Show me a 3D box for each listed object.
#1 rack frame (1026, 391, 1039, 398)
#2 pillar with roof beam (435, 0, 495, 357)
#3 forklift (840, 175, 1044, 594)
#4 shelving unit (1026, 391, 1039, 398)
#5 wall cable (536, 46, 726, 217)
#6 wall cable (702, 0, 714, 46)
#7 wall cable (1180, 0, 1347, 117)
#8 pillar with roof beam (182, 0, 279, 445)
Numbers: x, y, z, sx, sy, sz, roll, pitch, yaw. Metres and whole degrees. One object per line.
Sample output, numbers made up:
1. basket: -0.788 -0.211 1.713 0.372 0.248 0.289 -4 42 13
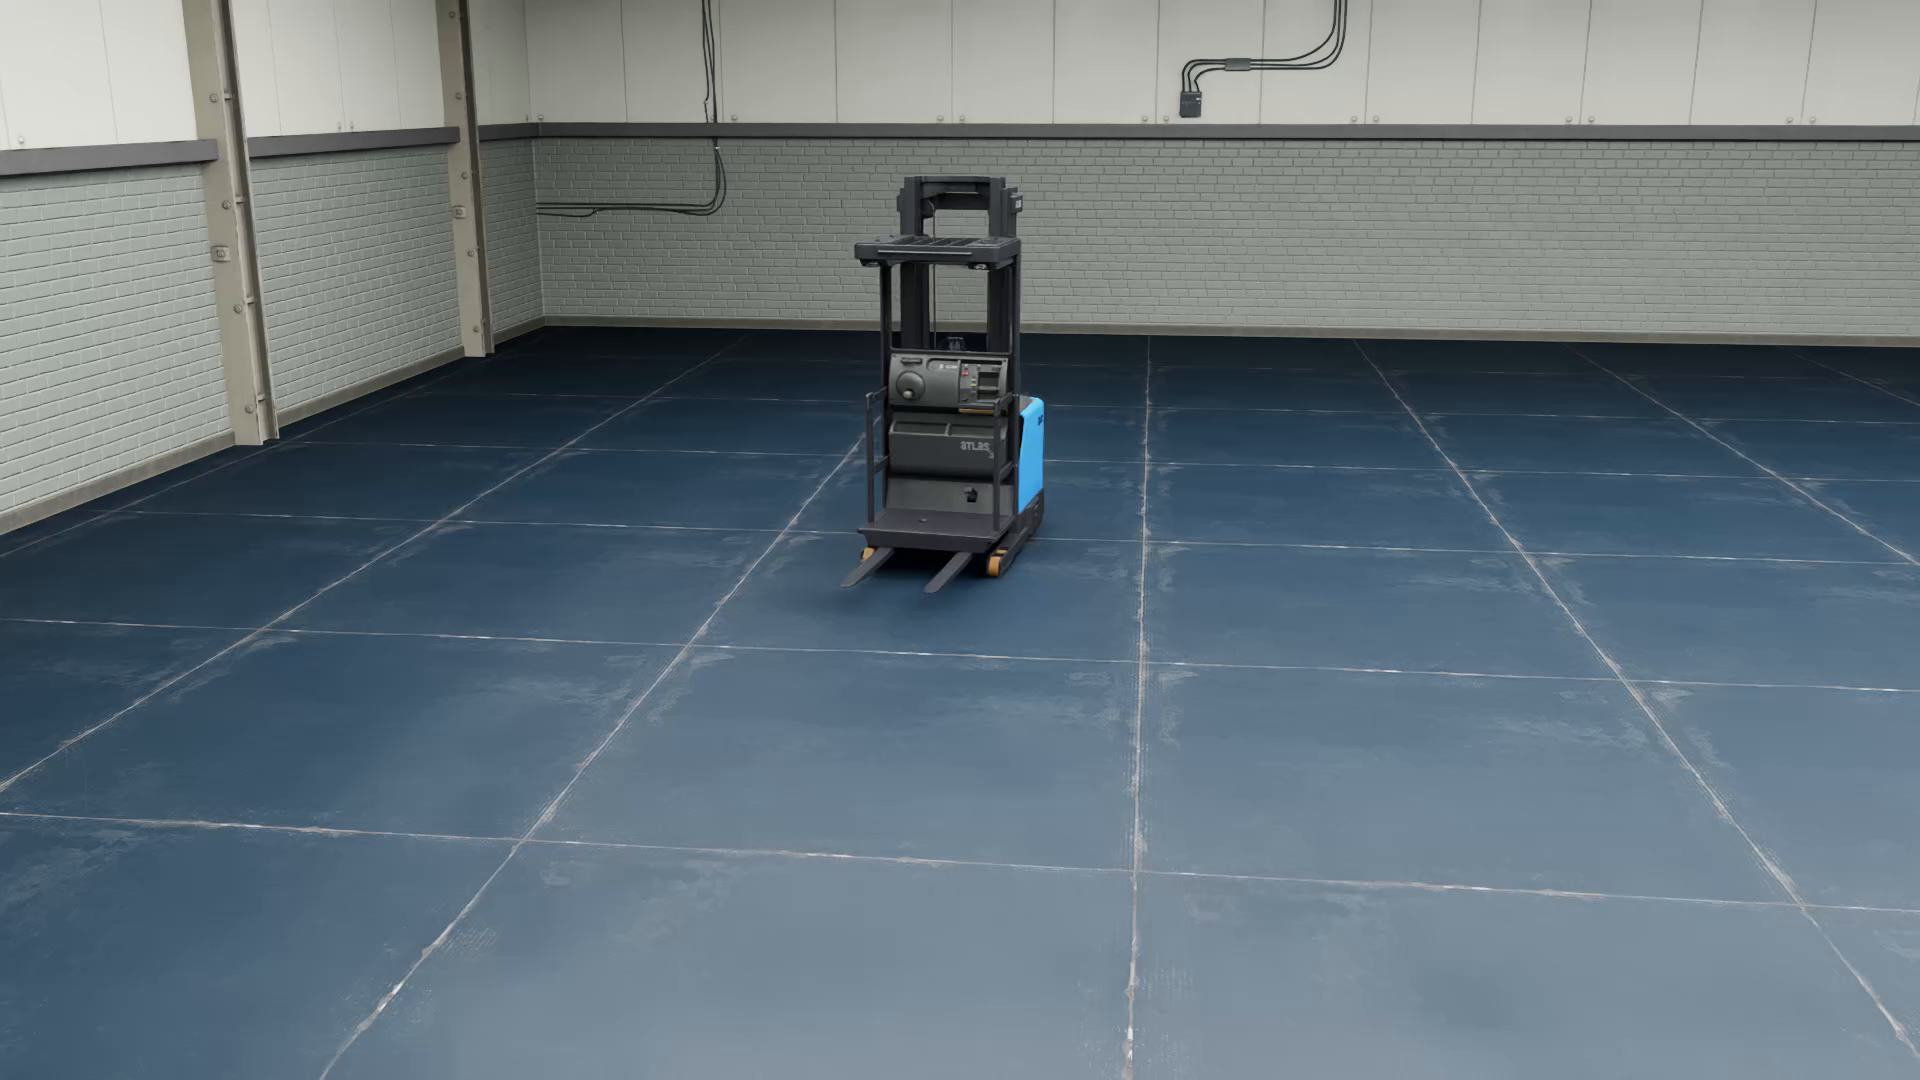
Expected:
1. rack frame: 0.626 -0.758 14.452 0.008 1.050 0.200 -8 17 -27
2. pillar with roof beam: -2.457 -6.815 21.625 9.100 9.000 0.400 2 15 6
3. forklift: -0.141 -1.239 12.628 1.130 2.935 3.031 4 16 14
4. shelving unit: 0.519 -0.742 14.396 0.252 1.050 0.215 -8 17 -27
5. wall cable: -5.088 -6.168 25.181 3.097 2.526 0.112 2 15 6
6. wall cable: -2.400 -8.526 24.227 3.097 2.526 0.112 2 15 6
7. wall cable: 4.343 -9.025 23.282 2.305 6.003 0.169 2 15 6
8. pillar with roof beam: -3.134 -5.259 15.870 9.100 9.000 0.400 2 15 6
